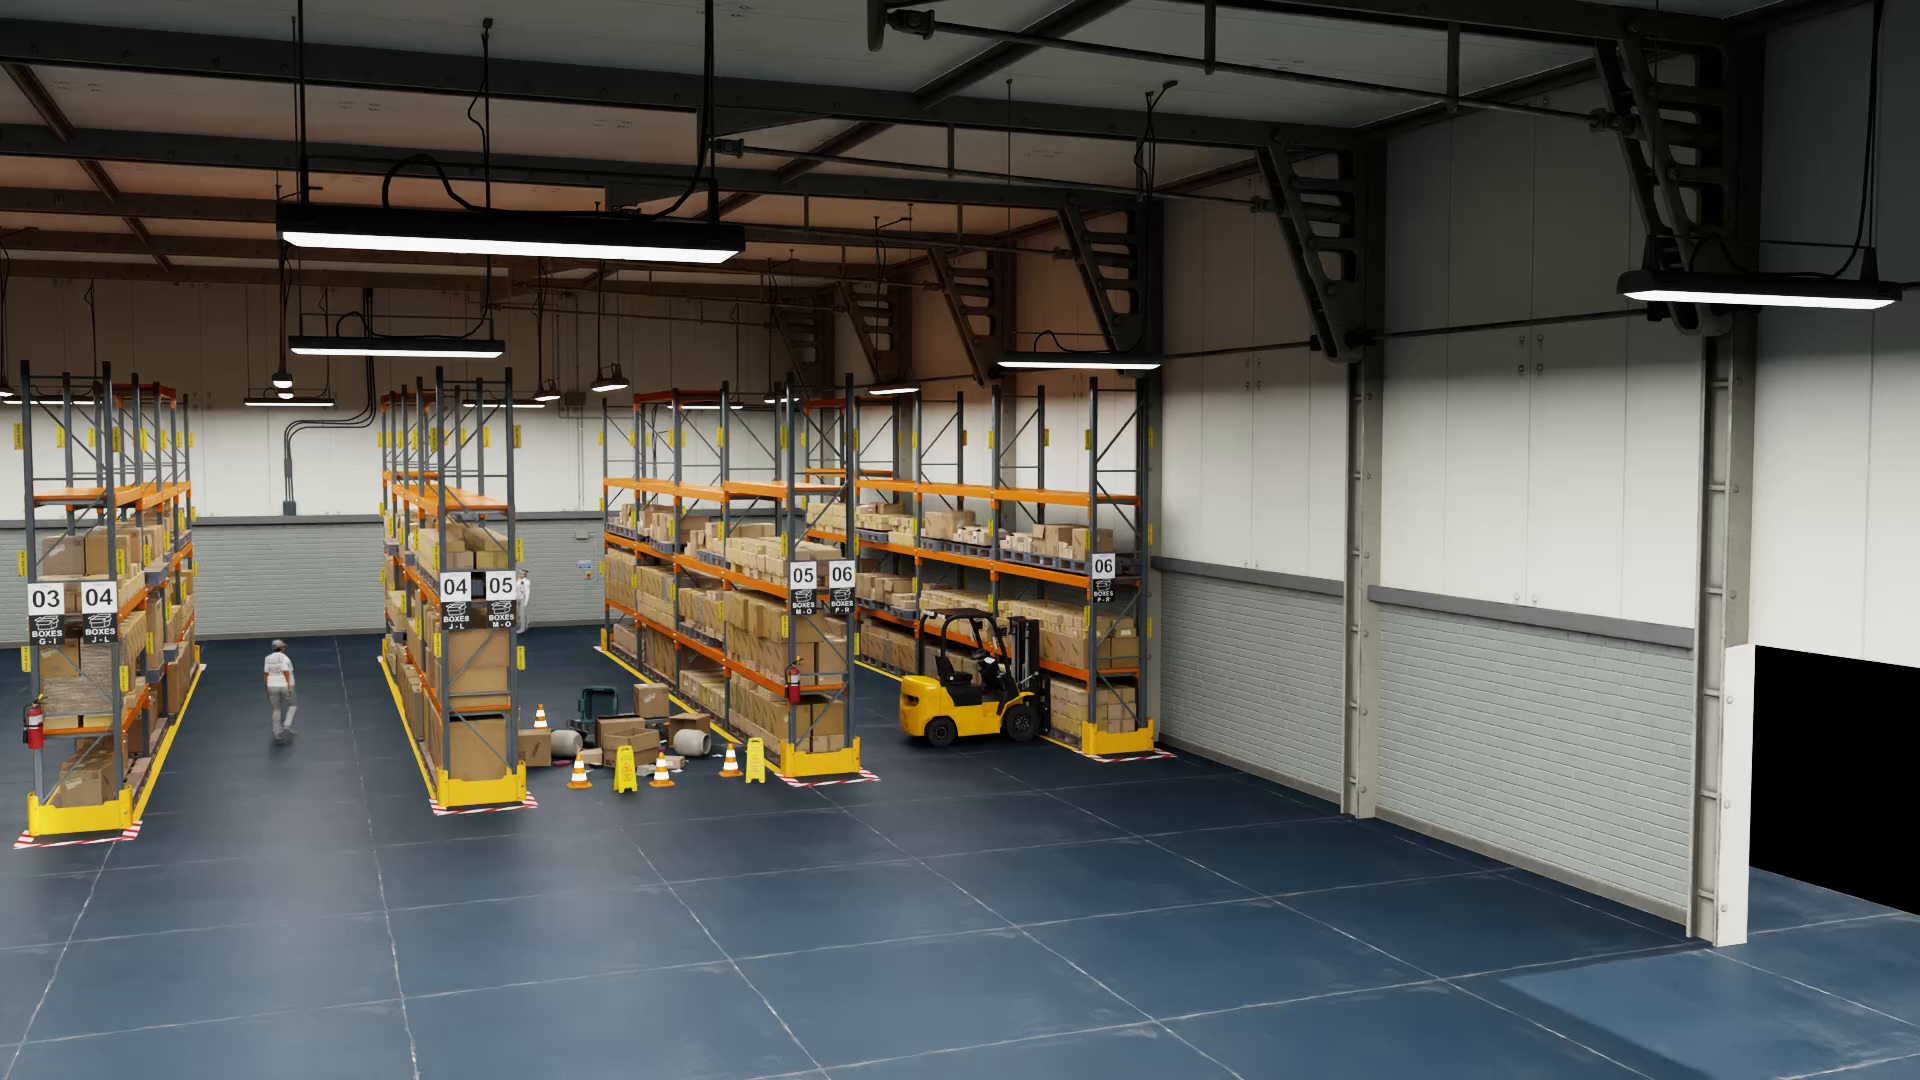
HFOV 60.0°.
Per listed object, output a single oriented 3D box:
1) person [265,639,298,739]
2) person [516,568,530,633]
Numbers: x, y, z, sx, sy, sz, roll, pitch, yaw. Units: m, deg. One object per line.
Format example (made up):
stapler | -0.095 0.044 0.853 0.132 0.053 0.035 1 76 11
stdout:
person | -11.376 2.493 27.862 0.536 1.651 0.489 -1 3 -10
person | -11.332 1.562 43.090 0.493 1.676 0.563 2 4 33
